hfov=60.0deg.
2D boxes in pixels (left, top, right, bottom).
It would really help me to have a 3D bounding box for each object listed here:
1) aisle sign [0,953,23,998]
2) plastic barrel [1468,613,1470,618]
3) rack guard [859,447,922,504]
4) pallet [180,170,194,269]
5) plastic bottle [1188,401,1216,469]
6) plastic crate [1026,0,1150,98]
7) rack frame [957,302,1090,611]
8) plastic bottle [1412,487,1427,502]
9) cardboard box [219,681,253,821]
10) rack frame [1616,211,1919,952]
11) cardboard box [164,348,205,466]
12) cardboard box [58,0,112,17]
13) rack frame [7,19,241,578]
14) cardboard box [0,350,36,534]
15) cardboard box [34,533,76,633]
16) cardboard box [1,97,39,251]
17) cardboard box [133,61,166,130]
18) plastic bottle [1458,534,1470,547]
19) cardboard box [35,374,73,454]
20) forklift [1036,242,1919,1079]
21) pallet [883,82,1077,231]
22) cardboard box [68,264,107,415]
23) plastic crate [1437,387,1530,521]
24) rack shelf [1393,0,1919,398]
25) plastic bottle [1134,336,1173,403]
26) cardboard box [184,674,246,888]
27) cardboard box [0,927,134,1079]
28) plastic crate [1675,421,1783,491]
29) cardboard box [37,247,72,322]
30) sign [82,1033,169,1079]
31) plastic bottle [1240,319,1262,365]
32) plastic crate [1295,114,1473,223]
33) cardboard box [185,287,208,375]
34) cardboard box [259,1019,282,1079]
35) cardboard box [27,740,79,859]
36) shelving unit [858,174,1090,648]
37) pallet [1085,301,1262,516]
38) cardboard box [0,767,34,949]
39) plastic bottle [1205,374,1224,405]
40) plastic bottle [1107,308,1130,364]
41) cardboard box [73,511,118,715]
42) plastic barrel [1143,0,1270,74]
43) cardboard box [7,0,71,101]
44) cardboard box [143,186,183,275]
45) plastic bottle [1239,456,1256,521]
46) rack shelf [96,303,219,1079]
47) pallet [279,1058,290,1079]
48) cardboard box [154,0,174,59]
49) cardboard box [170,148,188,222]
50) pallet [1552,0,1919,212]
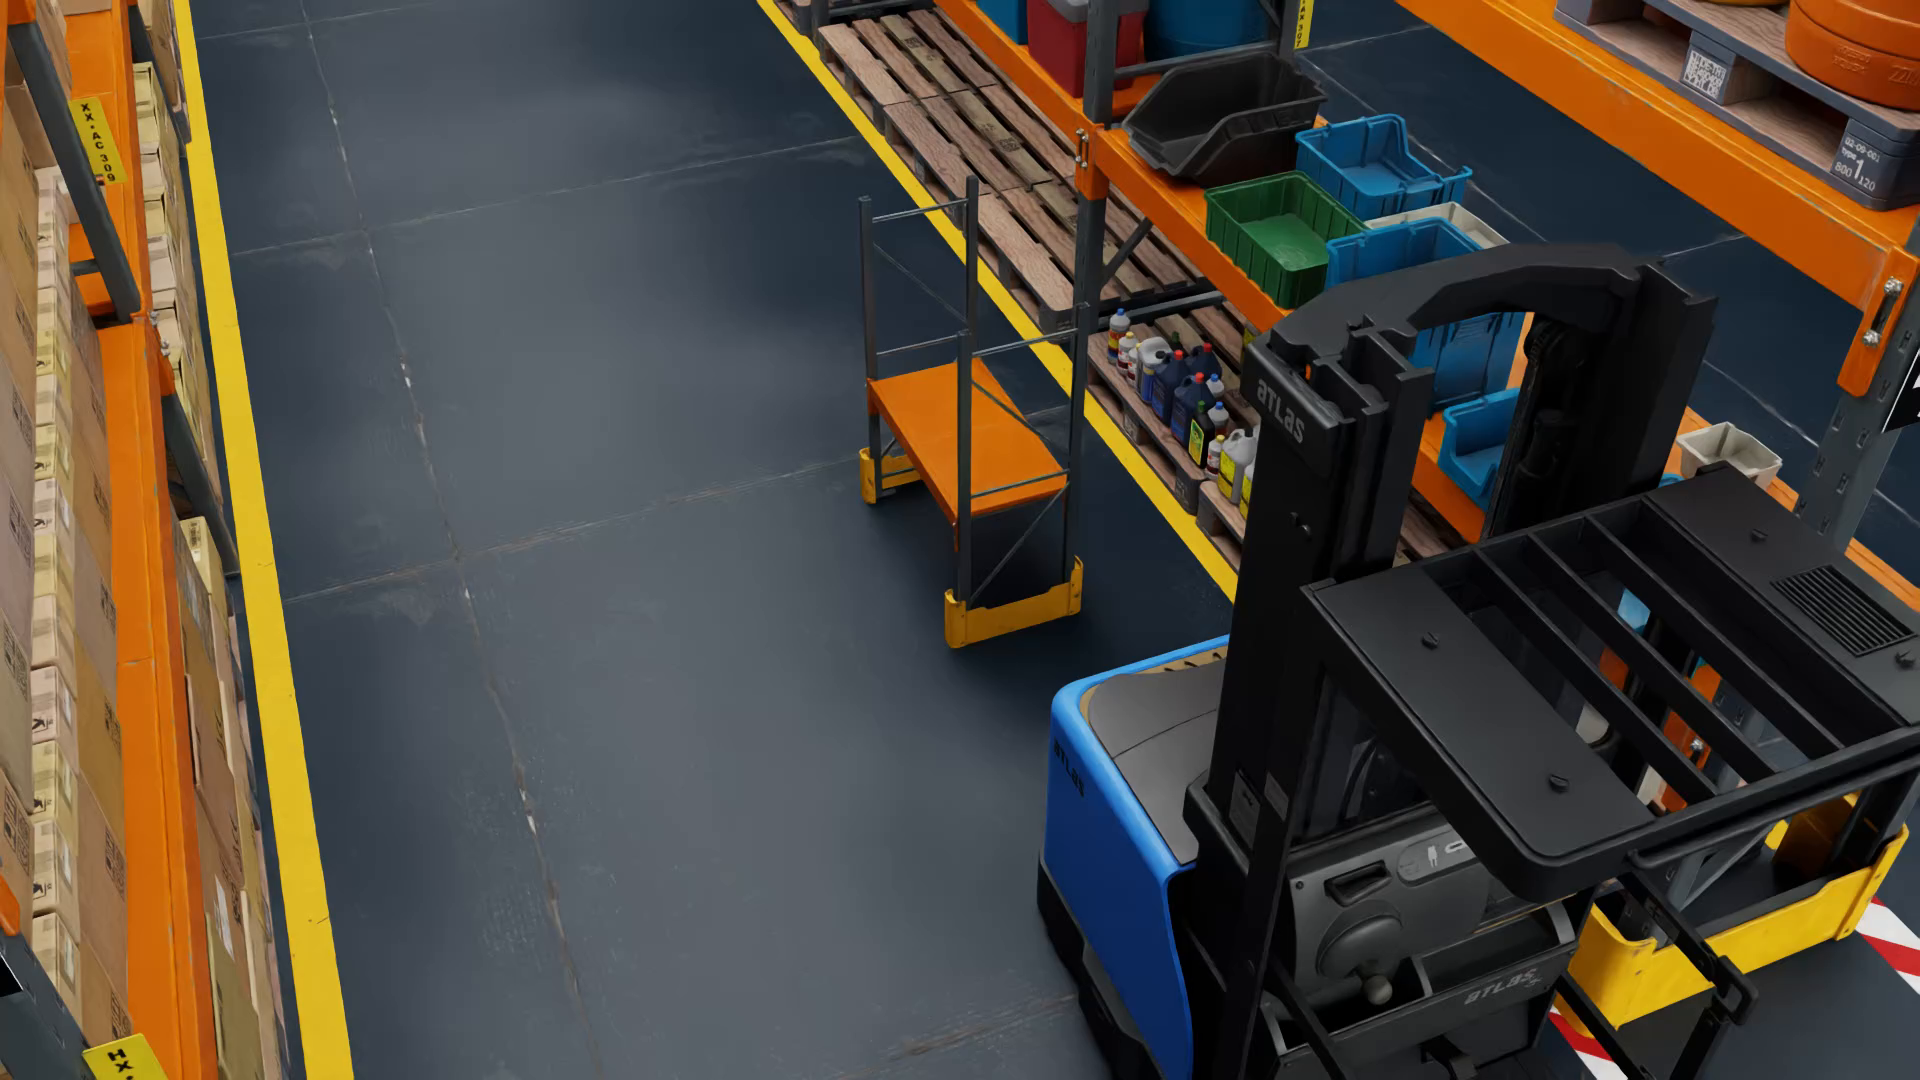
[{"bbox_3d":[-1.707,0.483,2.393,0.394,0.787,0.004,-15,43,-17],"label":"aisle sign"},{"bbox_3d":[2.048,0.377,6.097,0.421,0.512,0.421,0,41,0],"label":"plastic barrel"},{"bbox_3d":[-0.161,-0.349,7.464,0.587,0.250,0.087,-15,43,-17],"label":"rack guard"},{"bbox_3d":[-4.797,-1.750,9.123,1.003,0.211,1.213,-15,43,-17],"label":"pallet"},{"bbox_3d":[1.054,-0.461,7.231,0.061,0.283,0.133,-13,42,-15],"label":"plastic bottle"},{"bbox_3d":[0.564,-2.377,7.664,0.402,0.464,0.583,-15,43,-17],"label":"plastic crate"},{"bbox_3d":[0.227,-0.211,6.345,0.500,1.500,0.032,-15,43,-17],"label":"rack frame"},{"bbox_3d":[1.987,-0.297,7.049,0.097,0.271,0.097,0,41,0],"label":"plastic bottle"},{"bbox_3d":[-2.779,0.806,5.799,0.500,0.250,0.500,-15,43,-17],"label":"cardboard box"},{"bbox_3d":[2.563,0.272,4.633,1.000,3.000,0.127,-15,43,-17],"label":"rack frame"},{"bbox_3d":[-3.474,-0.544,6.939,0.500,0.311,0.500,-15,43,-17],"label":"cardboard box"},{"bbox_3d":[-4.477,-2.745,8.334,0.380,0.149,0.250,-15,43,-17],"label":"cardboard box"},{"bbox_3d":[-3.546,-0.904,6.000,1.000,3.000,0.127,-15,43,-17],"label":"rack frame"},{"bbox_3d":[-2.794,-0.261,4.181,0.700,0.500,0.500,-15,43,-17],"label":"cardboard box"},{"bbox_3d":[-2.461,0.157,4.193,0.380,0.149,0.250,-16,43,-17],"label":"cardboard box"},{"bbox_3d":[-3.370,-1.168,5.236,0.700,0.500,0.500,-15,43,-17],"label":"cardboard box"},{"bbox_3d":[-4.648,-2.388,9.084,0.500,0.311,0.500,-14,43,-16],"label":"cardboard box"},{"bbox_3d":[2.117,-0.066,6.835,0.097,0.201,0.097,0,41,0],"label":"plastic bottle"},{"bbox_3d":[-2.759,-0.312,4.738,0.380,0.149,0.250,-14,43,-16],"label":"cardboard box"},{"bbox_3d":[1.296,0.921,3.931,1.130,2.935,3.031,-15,43,-17],"label":"forklift"},{"bbox_3d":[0.225,-2.279,9.739,1.003,0.211,1.213,-15,43,-17],"label":"pallet"},{"bbox_3d":[-3.370,-0.676,5.659,0.700,0.500,0.500,-16,43,-18],"label":"cardboard box"},{"bbox_3d":[1.851,-0.291,5.401,0.499,0.251,0.408,-15,43,-17],"label":"plastic crate"},{"bbox_3d":[1.797,-1.797,5.290,1.077,0.370,4.000,-15,43,-17],"label":"rack shelf"},{"bbox_3d":[0.898,-0.782,7.610,0.152,0.276,0.135,-14,43,-15],"label":"plastic bottle"},{"bbox_3d":[-2.586,0.822,5.205,0.500,0.500,0.500,-15,43,-17],"label":"cardboard box"},{"bbox_3d":[-2.182,1.184,3.496,0.700,0.500,0.500,-15,43,-17],"label":"cardboard box"},{"bbox_3d":[2.517,-0.247,5.439,0.298,0.136,0.250,-15,43,-17],"label":"plastic crate"},{"bbox_3d":[-3.049,-0.771,5.271,0.380,0.149,0.250,-16,43,-18],"label":"cardboard box"},{"bbox_3d":[-1.500,1.013,3.047,0.100,0.325,0.005,-15,43,-17],"label":"sign"},{"bbox_3d":[1.412,-0.948,7.746,0.144,0.351,0.185,-15,43,-17],"label":"plastic bottle"},{"bbox_3d":[1.706,-1.482,6.787,0.499,0.251,0.616,-15,43,-17],"label":"plastic crate"},{"bbox_3d":[-3.866,-0.945,7.835,0.500,0.250,0.500,-16,43,-18],"label":"cardboard box"},{"bbox_3d":[-2.210,1.710,4.747,0.500,0.250,0.500,-15,43,-17],"label":"cardboard box"},{"bbox_3d":[-2.164,0.623,3.651,0.380,0.149,0.250,-15,43,-17],"label":"cardboard box"},{"bbox_3d":[0.029,-0.523,6.708,0.587,1.500,1.083,-15,43,-17],"label":"shelving unit"},{"bbox_3d":[1.251,-0.665,7.861,1.003,0.211,1.213,-15,43,-17],"label":"pallet"},{"bbox_3d":[-2.202,0.660,3.110,0.700,0.500,0.500,-15,43,-17],"label":"cardboard box"},{"bbox_3d":[1.125,-0.622,7.428,0.097,0.271,0.097,0,41,0],"label":"plastic bottle"},{"bbox_3d":[0.749,-0.968,7.830,0.097,0.271,0.097,0,41,0],"label":"plastic bottle"},{"bbox_3d":[-2.777,0.252,4.580,0.700,0.500,0.500,-14,43,-16],"label":"cardboard box"},{"bbox_3d":[1.164,-2.635,7.630,0.600,0.901,0.708,-15,43,-17],"label":"plastic barrel"},{"bbox_3d":[-4.218,-2.027,7.230,0.500,0.500,0.500,-15,43,-17],"label":"cardboard box"},{"bbox_3d":[-4.063,-1.470,8.015,0.500,0.311,0.500,-14,43,-16],"label":"cardboard box"},{"bbox_3d":[1.264,-0.228,6.909,0.144,0.351,0.185,-13,42,-15],"label":"plastic bottle"},{"bbox_3d":[-2.781,0.574,4.834,1.077,0.370,4.000,-15,43,-17],"label":"rack shelf"},{"bbox_3d":[-2.347,2.113,4.631,1.003,0.211,1.213,-15,43,-17],"label":"pallet"},{"bbox_3d":[-5.192,-3.192,10.241,0.500,0.500,0.500,-17,43,-18],"label":"cardboard box"},{"bbox_3d":[-4.449,-1.864,8.904,0.500,0.250,0.500,-16,43,-17],"label":"cardboard box"},{"bbox_3d":[2.336,-1.316,4.324,1.003,0.211,1.213,-15,43,-17],"label":"pallet"}]
